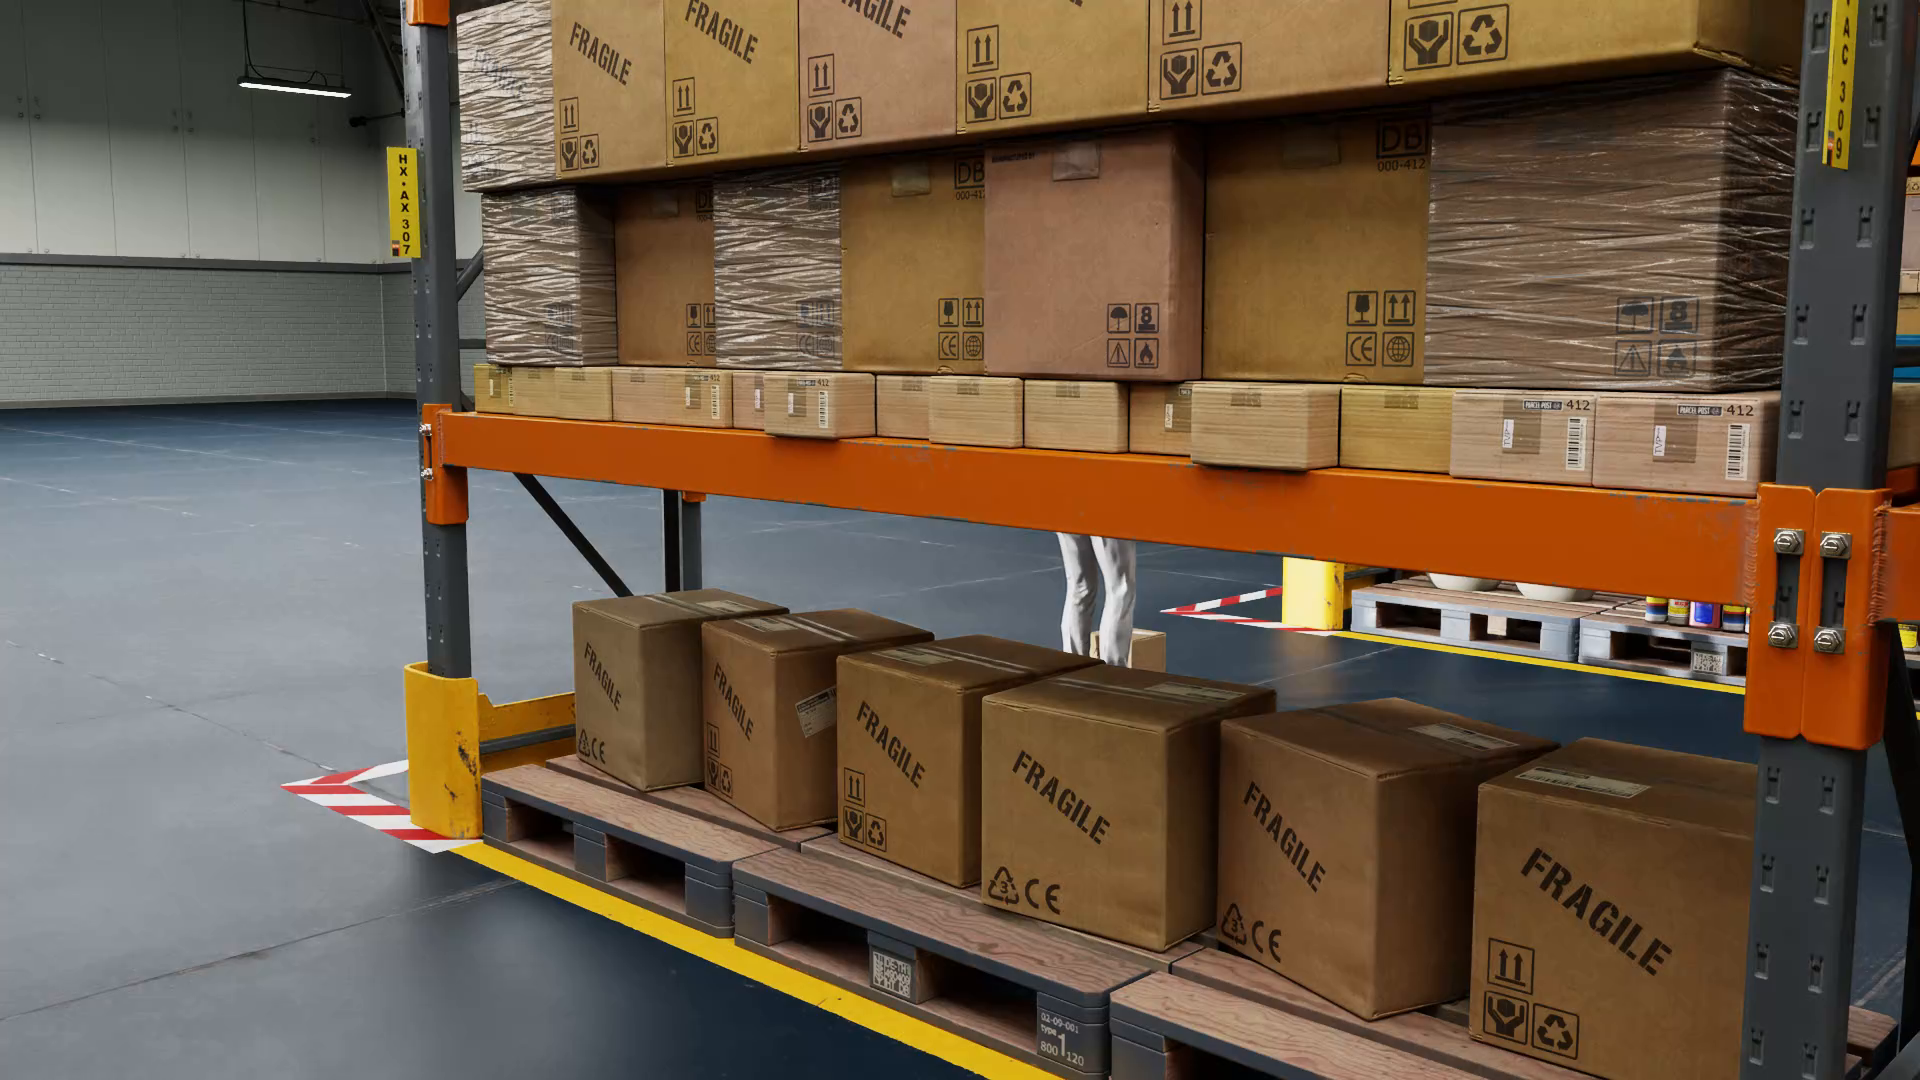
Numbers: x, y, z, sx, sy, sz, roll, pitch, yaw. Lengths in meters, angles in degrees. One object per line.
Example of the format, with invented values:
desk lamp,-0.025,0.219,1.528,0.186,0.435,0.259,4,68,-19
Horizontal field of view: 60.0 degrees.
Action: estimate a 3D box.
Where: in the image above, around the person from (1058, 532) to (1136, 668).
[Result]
person,0.573,-0.152,6.960,0.529,1.664,0.402,7,10,44
